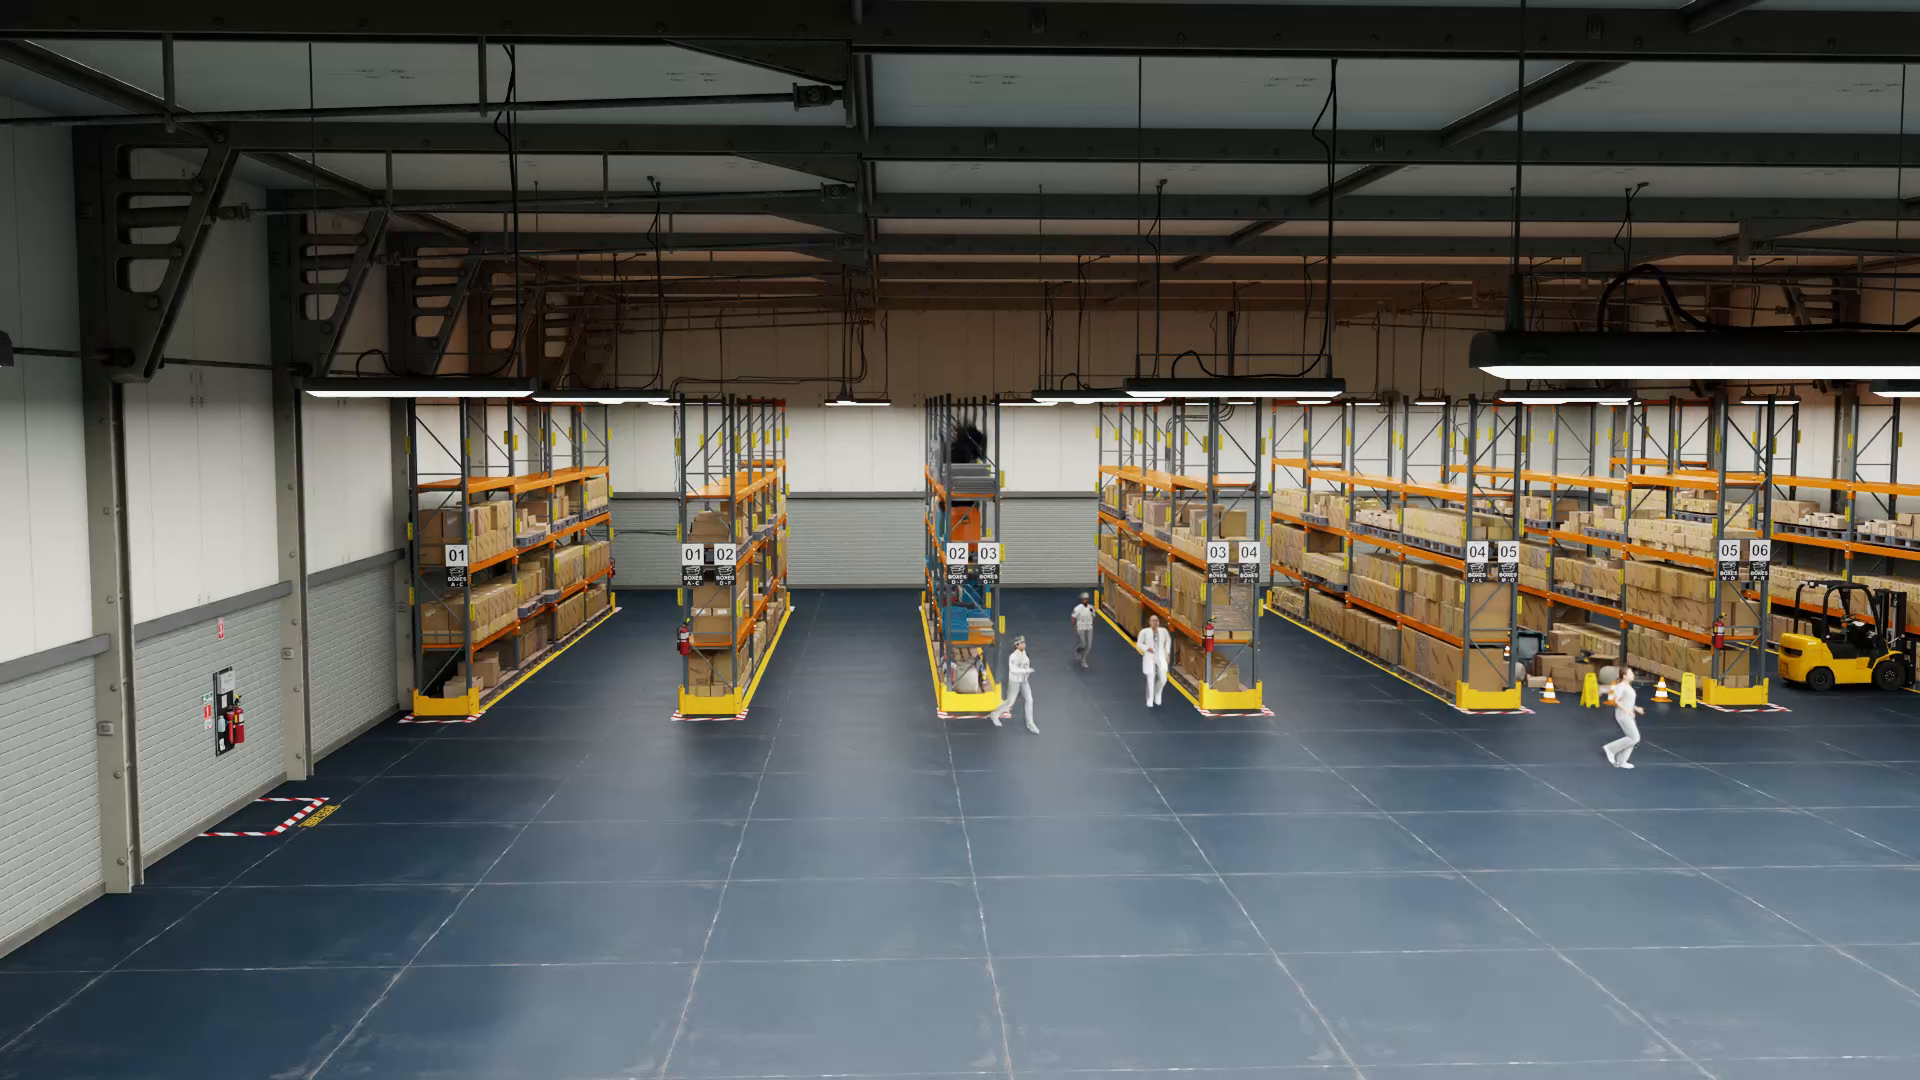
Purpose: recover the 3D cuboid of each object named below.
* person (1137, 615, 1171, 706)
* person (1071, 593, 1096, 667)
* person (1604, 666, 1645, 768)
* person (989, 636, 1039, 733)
[{"bbox_3d":[3.749,2.323,31.924,0.712,1.753,0.657,-1,5,-7],"label":"person"},{"bbox_3d":[2.772,1.990,36.931,0.575,1.661,0.560,-1,5,-16],"label":"person"},{"bbox_3d":[10.582,2.817,26.478,0.554,1.624,0.546,3,5,32],"label":"person"},{"bbox_3d":[0.995,2.540,29.581,0.926,1.727,0.618,3,6,35],"label":"person"}]
